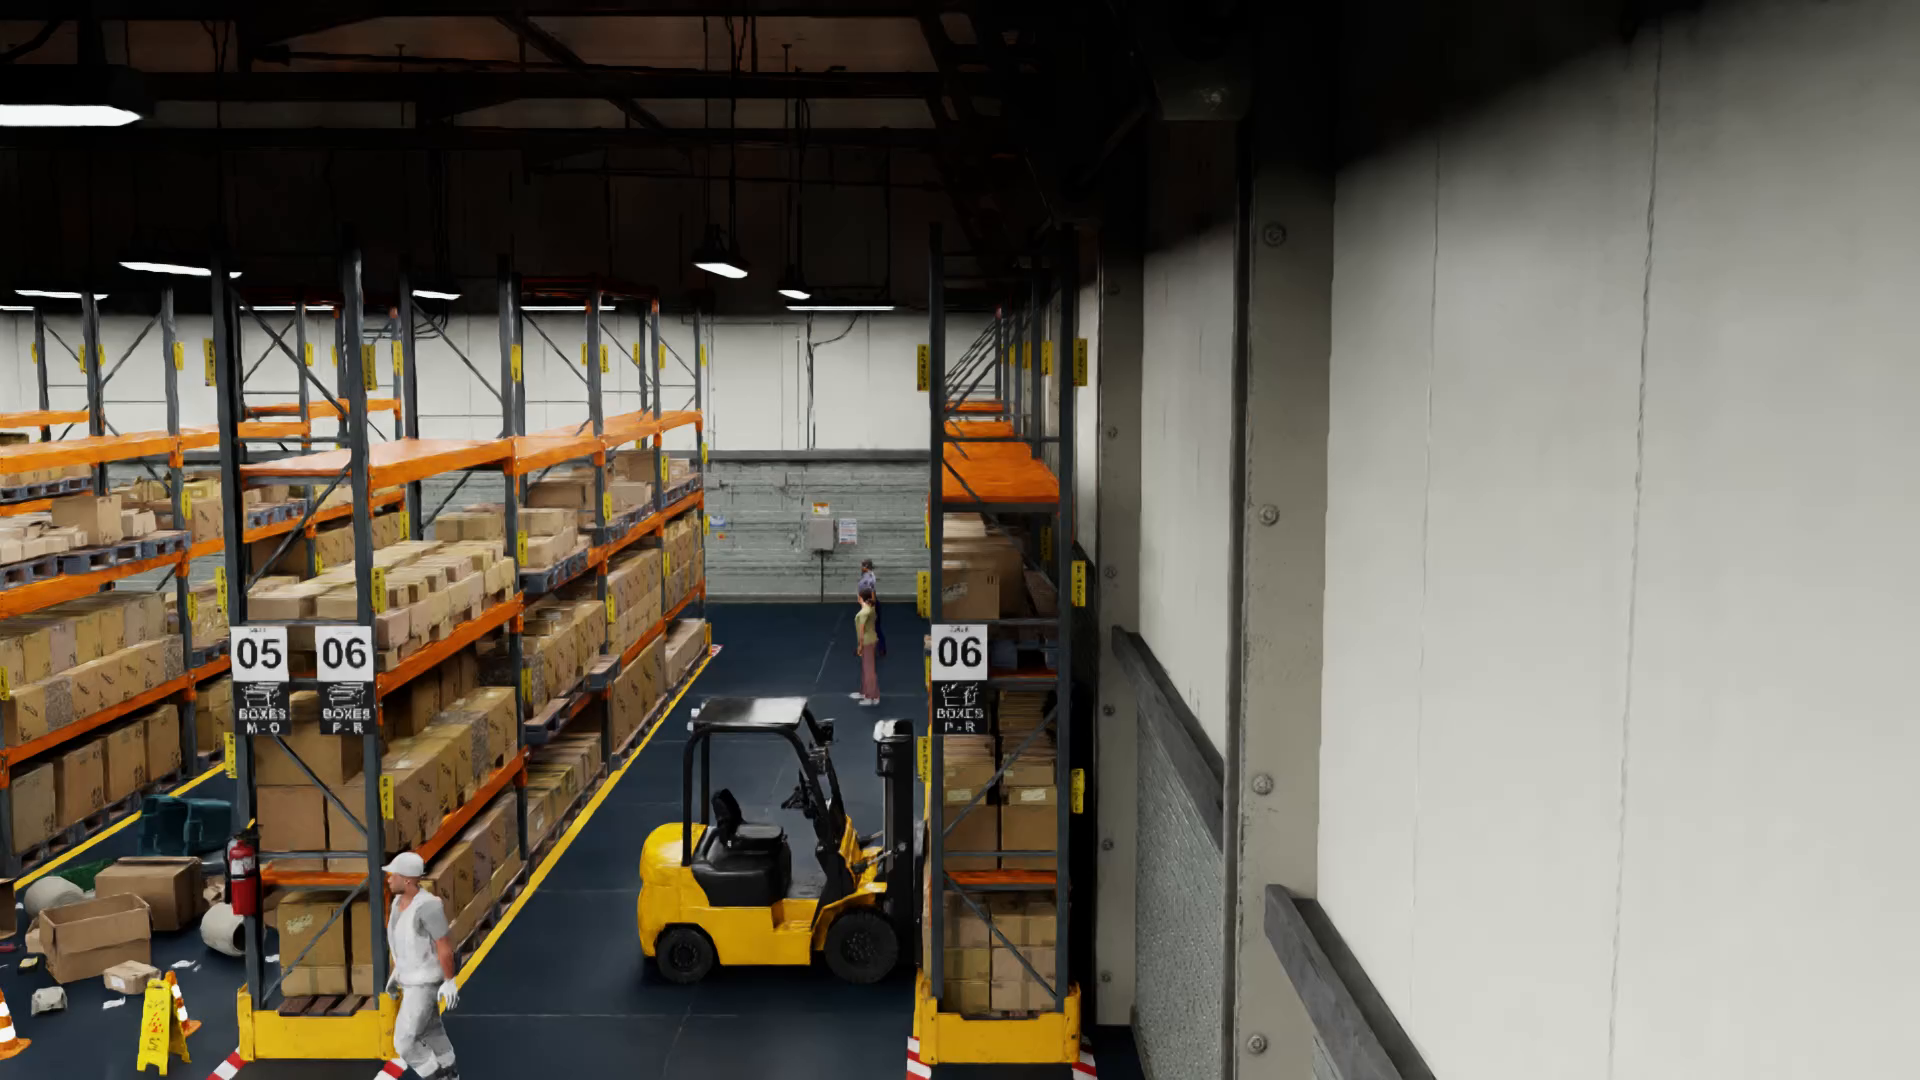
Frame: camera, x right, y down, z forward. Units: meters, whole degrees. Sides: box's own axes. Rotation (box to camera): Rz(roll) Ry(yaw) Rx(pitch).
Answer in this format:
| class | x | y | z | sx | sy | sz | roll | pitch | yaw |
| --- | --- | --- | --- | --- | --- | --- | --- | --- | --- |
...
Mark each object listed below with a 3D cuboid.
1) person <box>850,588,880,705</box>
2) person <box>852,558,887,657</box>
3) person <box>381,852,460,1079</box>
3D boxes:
| class | x | y | z | sx | sy | sz | roll | pitch | yaw |
| --- | --- | --- | --- | --- | --- | --- | --- | --- | --- |
| person | -1.383 | 1.517 | 24.067 | 0.545 | 1.670 | 0.544 | 2 | 7 | 16 |
| person | -1.500 | 1.120 | 27.725 | 0.515 | 1.644 | 0.613 | -2 | 7 | -14 |
| person | -3.627 | 2.972 | 11.176 | 0.485 | 1.774 | 0.647 | -5 | 9 | -38 |
